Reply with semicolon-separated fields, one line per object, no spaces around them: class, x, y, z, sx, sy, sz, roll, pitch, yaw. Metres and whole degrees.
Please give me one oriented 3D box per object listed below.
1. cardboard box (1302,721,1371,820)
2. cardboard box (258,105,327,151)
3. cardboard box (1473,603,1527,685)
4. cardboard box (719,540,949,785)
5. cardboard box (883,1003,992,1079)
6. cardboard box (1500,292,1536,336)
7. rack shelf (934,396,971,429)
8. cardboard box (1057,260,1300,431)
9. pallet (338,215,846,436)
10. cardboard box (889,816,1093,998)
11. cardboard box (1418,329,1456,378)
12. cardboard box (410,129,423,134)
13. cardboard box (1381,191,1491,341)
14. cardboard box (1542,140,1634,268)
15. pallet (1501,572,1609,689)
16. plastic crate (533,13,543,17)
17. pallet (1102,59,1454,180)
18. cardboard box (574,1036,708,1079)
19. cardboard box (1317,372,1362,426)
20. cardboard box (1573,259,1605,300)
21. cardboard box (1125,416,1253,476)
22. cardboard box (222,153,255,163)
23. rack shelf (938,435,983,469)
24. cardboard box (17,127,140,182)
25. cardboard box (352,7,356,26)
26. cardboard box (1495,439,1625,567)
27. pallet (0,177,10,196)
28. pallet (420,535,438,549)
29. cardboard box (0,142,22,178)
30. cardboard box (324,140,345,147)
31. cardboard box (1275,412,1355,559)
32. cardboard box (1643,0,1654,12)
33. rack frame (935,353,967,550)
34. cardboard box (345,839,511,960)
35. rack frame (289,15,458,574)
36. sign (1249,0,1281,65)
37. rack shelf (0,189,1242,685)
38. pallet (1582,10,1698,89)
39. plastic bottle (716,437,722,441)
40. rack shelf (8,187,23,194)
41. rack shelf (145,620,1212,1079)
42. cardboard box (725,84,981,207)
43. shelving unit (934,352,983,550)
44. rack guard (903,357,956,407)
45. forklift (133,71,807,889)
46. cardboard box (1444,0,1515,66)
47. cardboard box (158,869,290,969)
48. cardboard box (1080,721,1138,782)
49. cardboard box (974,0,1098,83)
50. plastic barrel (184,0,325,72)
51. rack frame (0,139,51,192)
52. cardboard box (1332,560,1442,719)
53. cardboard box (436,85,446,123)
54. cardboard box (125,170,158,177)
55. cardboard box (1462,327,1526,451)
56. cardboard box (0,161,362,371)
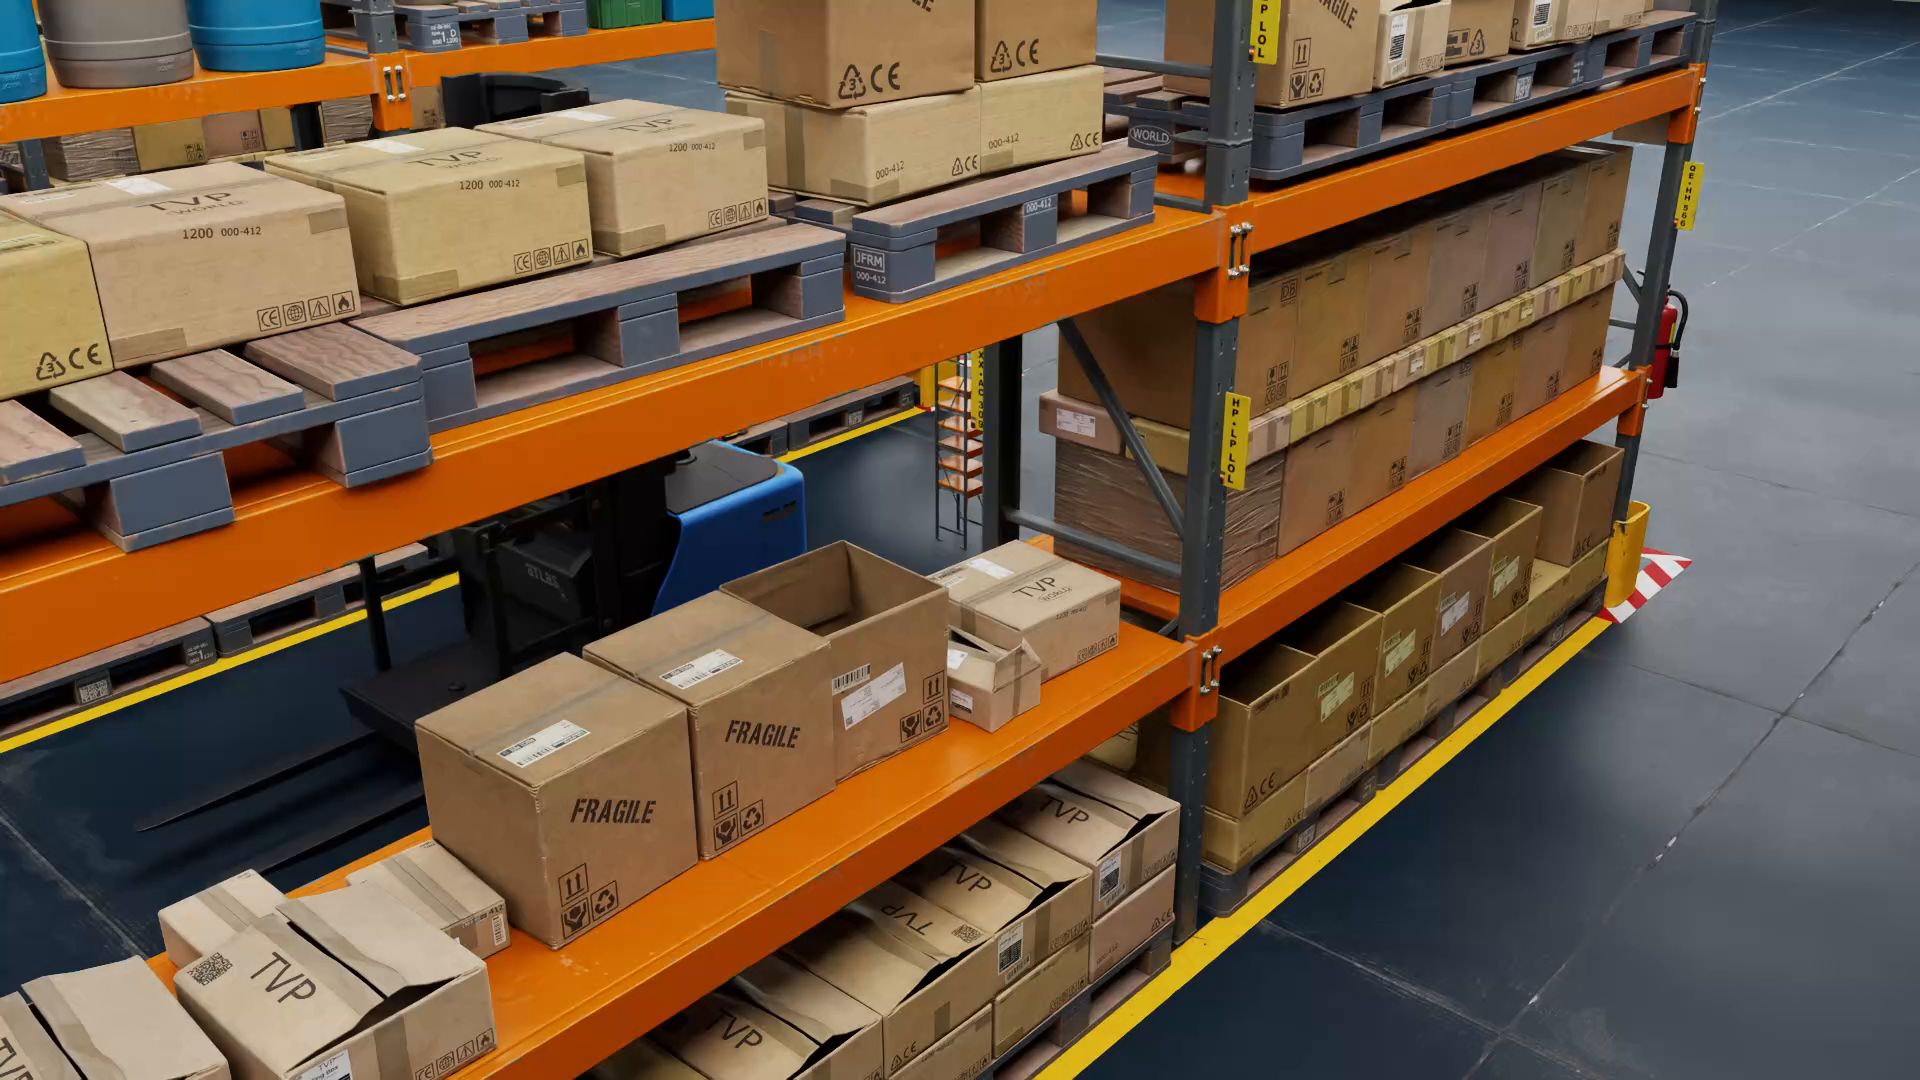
cardboard box;1.367;0.876;6.978;0.500;0.250;0.500;20;31;38
cardboard box;-5.551;-3.449;13.291;0.875;0.500;0.500;20;31;38
cardboard box;2.369;0.419;7.997;0.500;0.250;0.500;20;31;38
cardboard box;-0.382;0.366;5.144;0.500;0.500;0.500;-22;32;-39
cardboard box;-0.247;1.600;5.362;0.500;0.250;0.500;21;32;39
cardboard box;2.362;-1.056;7.523;0.380;0.149;0.250;21;32;39
rack shelf;0.010;-0.730;9.434;0.258;0.103;0.180;20;31;38
cardboard box;0.786;-0.753;6.054;0.700;0.500;0.500;20;31;38
pallet;-1.045;-0.615;4.019;1.003;0.211;1.213;22;32;40
cardboard box;0.095;1.191;5.589;0.500;0.311;0.500;21;32;39
cardboard box;1.849;-0.822;7.001;0.380;0.149;0.250;20;31;37
cardboard box;-4.722;-3.407;13.989;0.380;0.149;0.250;20;31;38
cardboard box;1.790;-1.211;7.077;0.700;0.500;0.500;20;31;38
cardboard box;2.807;-1.679;8.121;0.700;0.500;0.500;20;31;38
pallet;2.684;0.320;8.778;1.003;0.211;1.213;20;31;38
plastic crate;-2.422;-3.179;9.831;0.243;0.136;0.396;20;31;38
pallet;1.044;-1.573;6.034;1.003;0.211;1.213;20;31;38
cardboard box;-0.921;1.651;4.563;0.500;0.311;0.500;19;30;36
cardboard box;1.330;-0.584;6.472;0.380;0.149;0.250;20;31;37
cardboard box;2.877;-1.290;8.045;0.380;0.149;0.250;21;32;39
cardboard box;0.818;-0.349;5.946;0.380;0.149;0.250;20;31;37
cardboard box;-5.697;-2.940;12.949;0.380;0.149;0.250;20;31;38
rack shelf;0.010;-0.511;9.533;0.258;0.103;0.180;20;31;38
cardboard box;-6.534;-2.986;12.257;0.875;0.500;0.500;20;31;38
cardboard box;-5.059;-4.000;13.297;0.500;0.500;0.500;20;31;38
cardboard box;3.027;-0.231;8.530;0.500;0.500;0.500;20;31;38
pallet;-7.499;-2.403;11.679;1.003;0.211;1.213;20;31;38
pallet;-2.713;-0.253;10.055;1.003;0.211;1.213;20;31;38
cardboard box;-9.436;-3.740;16.508;0.875;0.875;0.875;20;31;38
cardboard box;-5.170;-3.159;13.437;0.380;0.149;0.250;20;31;38
cardboard box;1.133;-0.323;6.682;0.700;0.500;0.500;20;31;37
cardboard box;2.777;-2.694;7.615;0.637;0.503;0.797;-22;32;-39
rack frame;-0.051;-0.524;9.452;0.240;1.200;0.006;20;31;38
cardboard box;-1.366;0.951;4.269;0.250;0.149;0.380;-21;32;-39
rack frame;-3.192;-1.332;9.054;1.000;3.000;0.127;20;31;38
sign;0.905;-1.581;4.927;0.100;0.325;0.005;20;31;38
rack shelf;-0.841;-0.409;4.209;1.077;0.370;4.000;20;31;38
pallet;2.673;-2.317;7.692;1.003;0.211;1.213;20;31;38
plastic bottle;-1.610;-0.760;10.569;0.152;0.276;0.135;20;31;38
rack shelf;-5.546;-2.965;13.576;1.077;0.370;4.000;20;31;38
rack shelf;-0.841;0.960;4.823;1.077;0.370;4.000;20;31;38
cardboard box;-0.289;-1.117;4.578;0.500;0.250;0.500;17;29;33
shelving unit;0.010;-0.552;9.514;0.258;1.200;0.189;20;31;38
rack guard;-0.538;-1.374;12.203;1.175;0.500;0.348;20;31;38
forklift;-2.069;-0.367;6.987;1.130;2.935;3.031;20;31;37
cardboard box;1.687;-2.117;6.327;0.637;0.503;0.797;-20;31;-37
cardboard box;-1.781;1.006;4.147;0.380;0.149;0.250;20;31;38
cardboard box;0.641;0.884;6.959;0.500;0.250;0.500;20;31;38
cardboard box;0.053;-1.635;4.817;0.500;0.500;0.500;21;31;38
plastic barrel;-3.370;-2.715;7.860;0.600;0.901;0.708;20;31;38
rack frame;-6.881;-2.684;12.070;1.000;3.000;0.127;20;31;38
cardboard box;1.704;0.382;7.162;0.500;0.500;0.500;20;31;38
cardboard box;-4.598;-3.924;14.350;0.875;0.500;0.500;20;31;38
cardboard box;-6.190;-2.709;12.433;0.380;0.149;0.250;20;31;38
cardboard box;2.160;-0.793;7.729;0.700;0.500;0.500;20;31;38
cardboard box;-1.578;-0.569;3.357;0.500;0.250;0.500;21;32;39
